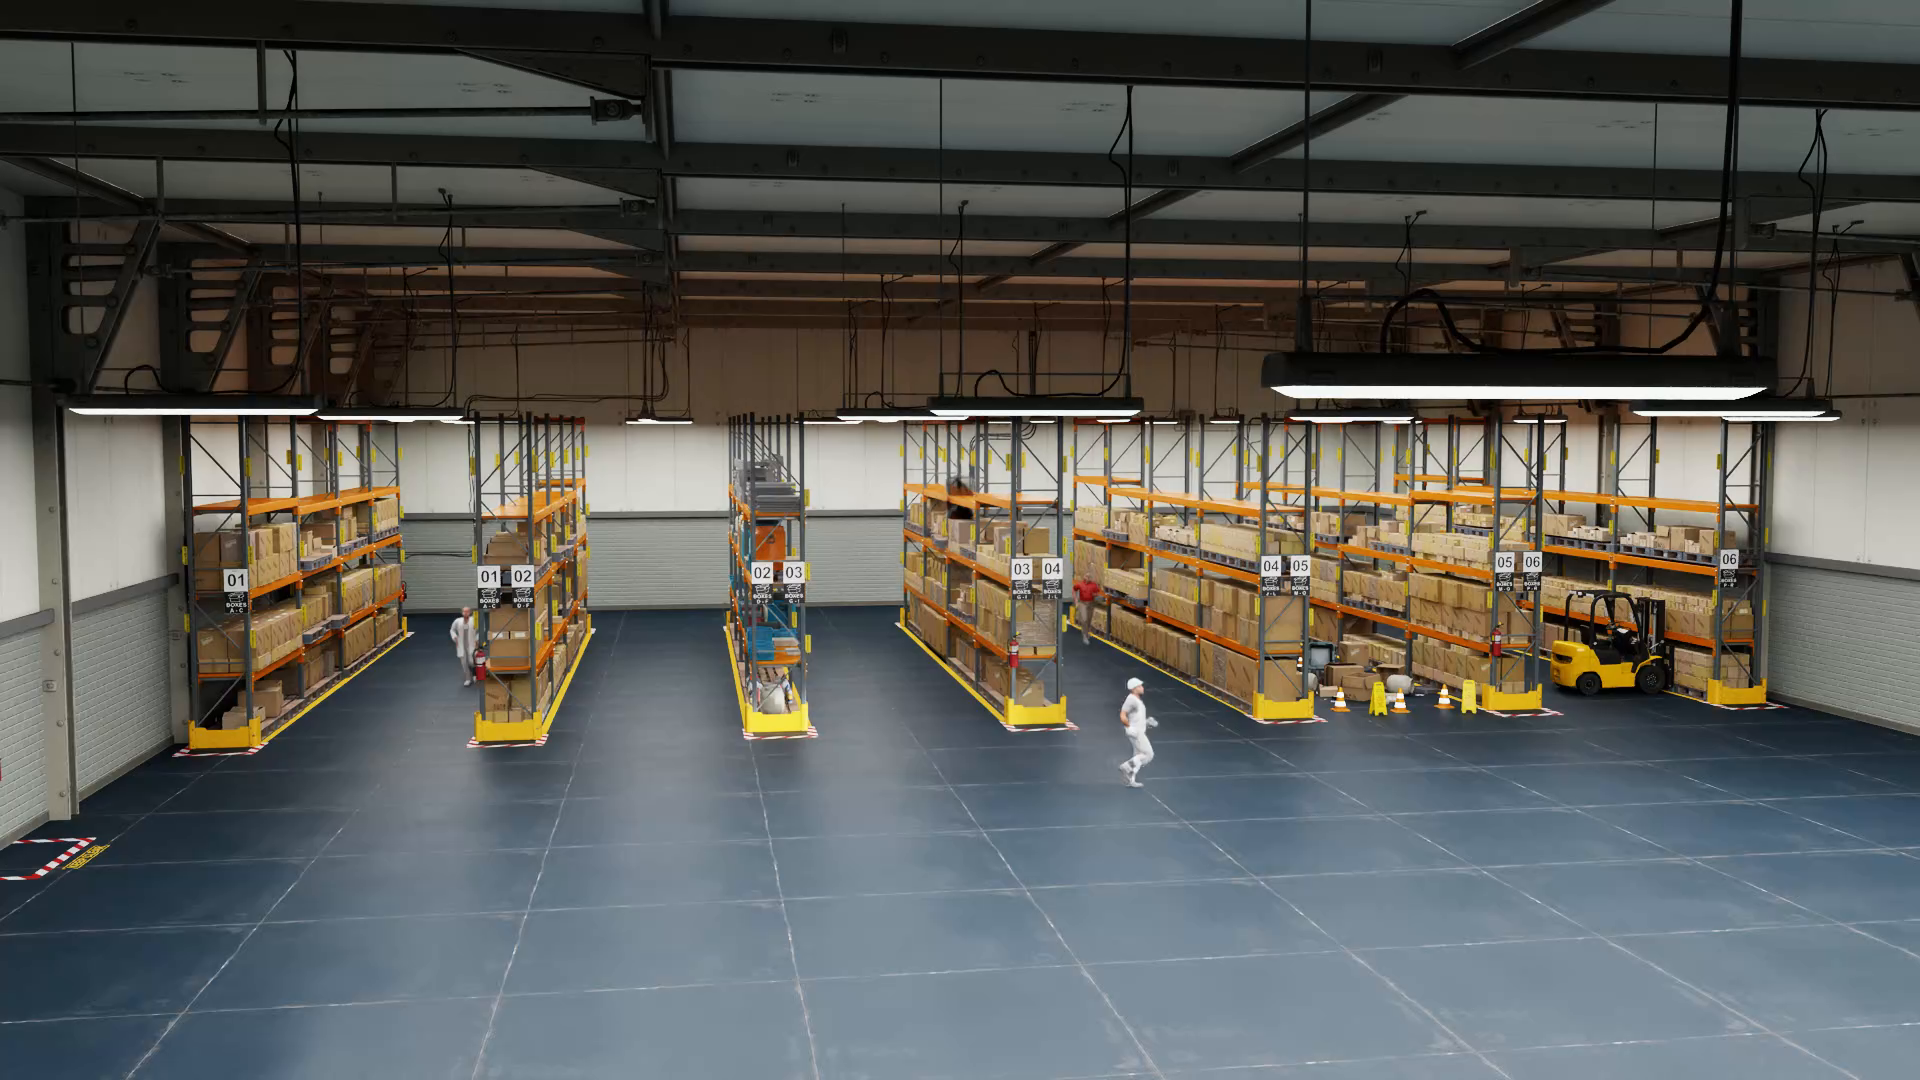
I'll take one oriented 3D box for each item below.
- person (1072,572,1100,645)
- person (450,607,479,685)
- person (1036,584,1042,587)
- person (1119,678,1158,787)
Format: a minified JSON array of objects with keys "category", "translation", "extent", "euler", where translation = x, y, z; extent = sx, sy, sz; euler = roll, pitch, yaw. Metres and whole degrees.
[{"category":"person","translation":[3.215,1.705,42.050],"extent":[0.646,1.784,0.816],"euler":[-1,4,-14]},{"category":"person","translation":[-10.939,2.347,36.844],"extent":[0.716,1.743,0.630],"euler":[0,4,-7]},{"category":"person","translation":[2.236,1.556,48.720],"extent":[0.562,1.689,0.716],"euler":[-4,5,-42]},{"category":"person","translation":[2.830,3.058,26.367],"extent":[0.587,1.739,0.656],"euler":[1,4,12]}]
